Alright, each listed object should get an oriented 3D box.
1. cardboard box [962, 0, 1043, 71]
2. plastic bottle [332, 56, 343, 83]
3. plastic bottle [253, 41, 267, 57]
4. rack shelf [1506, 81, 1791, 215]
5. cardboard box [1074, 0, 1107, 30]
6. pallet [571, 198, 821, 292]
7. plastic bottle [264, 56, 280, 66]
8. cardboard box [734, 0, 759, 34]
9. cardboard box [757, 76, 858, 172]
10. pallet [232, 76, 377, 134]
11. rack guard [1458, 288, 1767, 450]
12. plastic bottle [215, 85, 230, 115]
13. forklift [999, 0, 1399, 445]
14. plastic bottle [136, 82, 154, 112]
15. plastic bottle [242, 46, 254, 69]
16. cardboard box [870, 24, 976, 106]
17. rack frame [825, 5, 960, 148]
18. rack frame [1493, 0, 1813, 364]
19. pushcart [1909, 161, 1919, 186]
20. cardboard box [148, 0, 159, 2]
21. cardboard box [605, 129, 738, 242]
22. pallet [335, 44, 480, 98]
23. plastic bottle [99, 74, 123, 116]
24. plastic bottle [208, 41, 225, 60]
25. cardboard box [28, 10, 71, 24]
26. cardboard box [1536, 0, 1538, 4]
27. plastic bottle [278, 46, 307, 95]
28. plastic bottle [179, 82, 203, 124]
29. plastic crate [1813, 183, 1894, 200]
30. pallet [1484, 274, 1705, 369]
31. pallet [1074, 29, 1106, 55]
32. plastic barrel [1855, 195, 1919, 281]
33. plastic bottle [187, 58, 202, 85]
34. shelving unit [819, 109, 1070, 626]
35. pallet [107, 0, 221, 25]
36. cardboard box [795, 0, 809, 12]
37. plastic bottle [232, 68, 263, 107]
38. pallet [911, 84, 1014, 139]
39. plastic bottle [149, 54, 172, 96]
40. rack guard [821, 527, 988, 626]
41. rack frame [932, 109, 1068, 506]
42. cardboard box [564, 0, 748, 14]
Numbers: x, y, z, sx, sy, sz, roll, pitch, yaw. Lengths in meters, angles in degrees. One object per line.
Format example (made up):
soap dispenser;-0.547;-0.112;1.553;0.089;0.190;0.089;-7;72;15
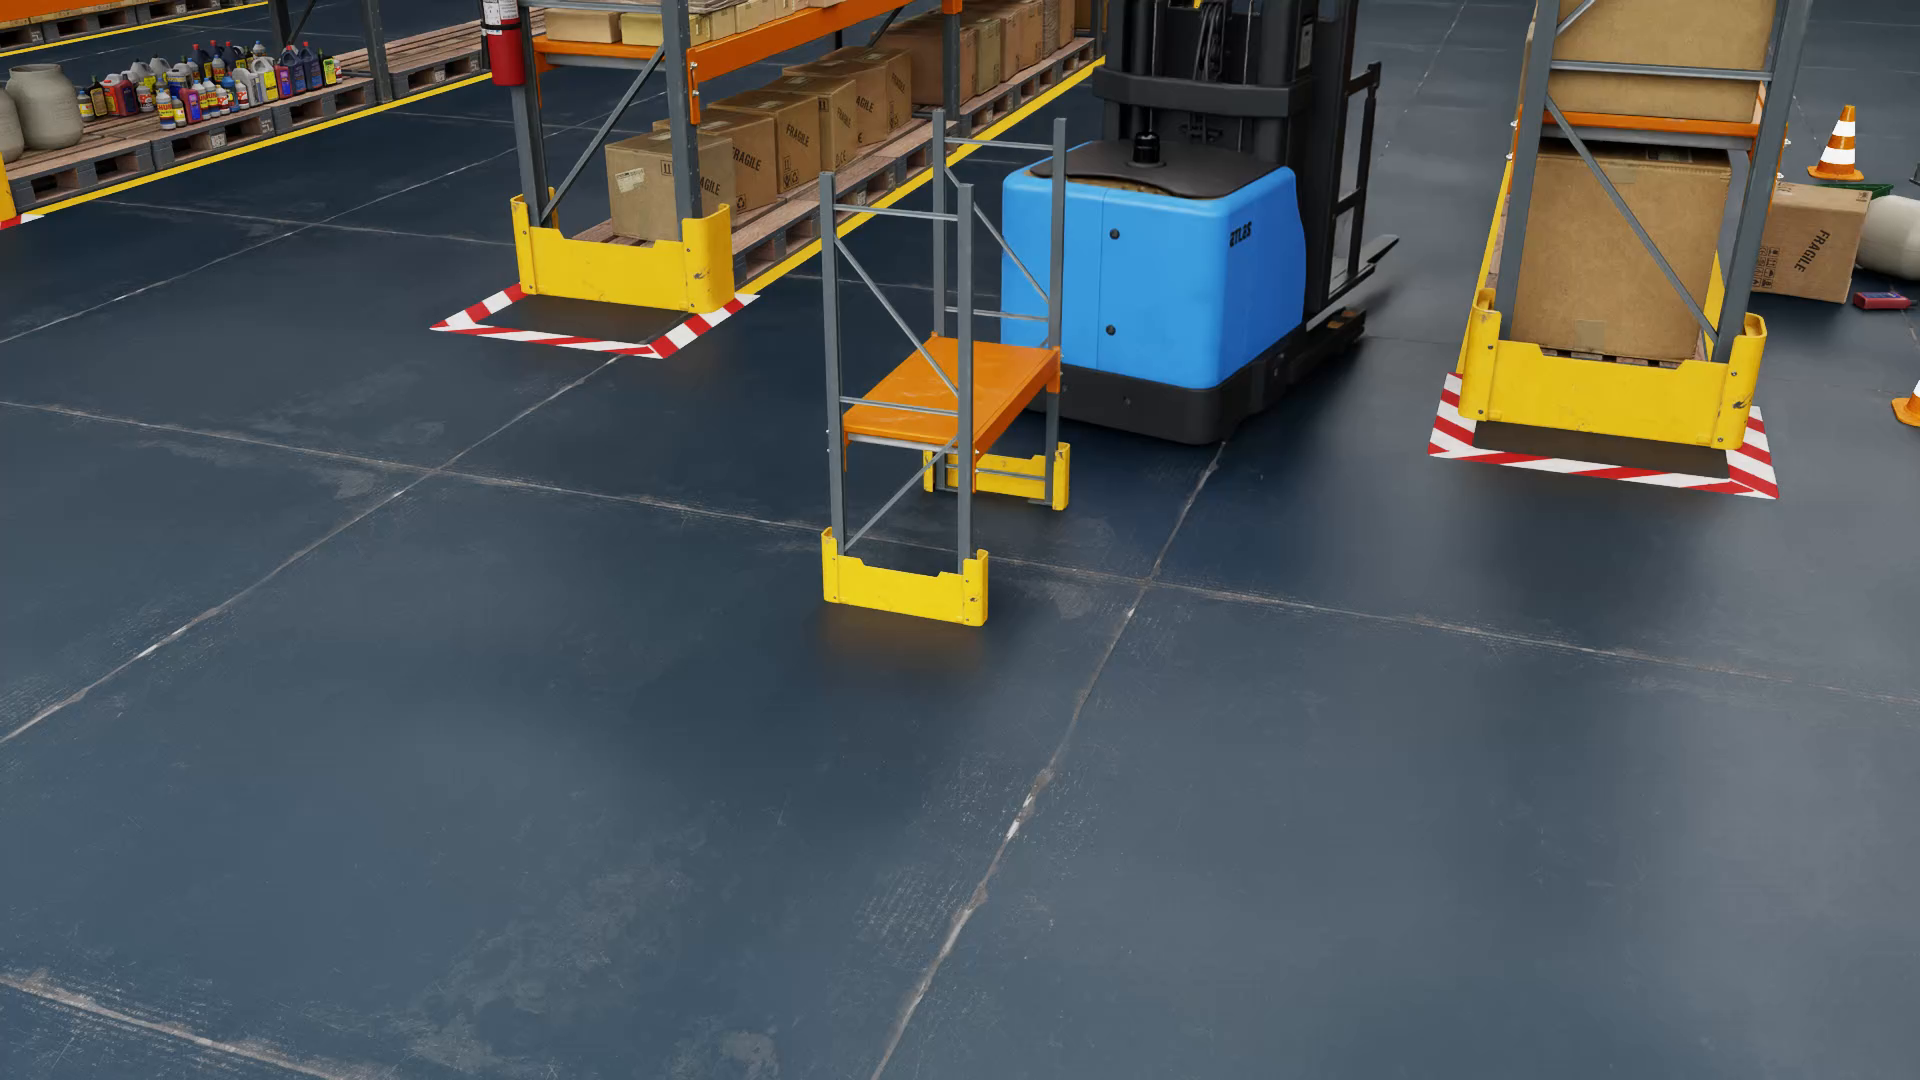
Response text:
cardboard box;0.279;-4.268;13.986;0.700;0.500;0.500;11;28;22
plastic bottle;-4.991;-3.756;13.271;0.097;0.201;0.097;0;26;0
plastic bottle;-5.684;-3.914;13.518;0.097;0.271;0.097;0;26;0
rack shelf;3.485;-2.387;8.563;1.077;0.370;4.000;9;27;17
cardboard box;1.087;-5.450;16.021;1.225;0.875;0.875;7;27;15
pallet;-1.496;-1.754;9.631;1.003;0.211;1.213;9;27;17
plastic bottle;-5.319;-3.609;12.883;0.152;0.276;0.135;9;27;17
cardboard box;-1.306;-2.819;8.919;0.380;0.149;0.250;9;27;17
cardboard box;-0.980;-2.696;10.762;0.500;0.500;0.500;6;27;13
pallet;-5.427;-3.486;13.209;1.003;0.211;1.213;9;27;17
rack guard;2.811;-0.754;7.233;1.175;0.500;0.348;9;27;17
plastic bottle;-5.418;-3.229;12.183;0.097;0.201;0.097;0;26;0
forklift;1.359;-2.315;7.667;1.130;2.935;3.031;15;30;28
plastic bottle;-6.018;-3.271;12.269;0.097;0.201;0.097;0;26;0
plastic bottle;-5.665;-3.768;13.201;0.061;0.283;0.133;9;27;17
cardboard box;-0.269;-3.615;12.639;0.700;0.500;0.500;7;27;13
rack frame;-0.494;-4.293;11.675;1.000;3.000;0.127;9;27;17
rack frame;2.819;-1.889;6.709;1.000;3.000;0.127;9;27;17
pushcart;6.685;-1.986;9.919;1.648;0.377;0.936;0;26;-1
cardboard box;-8.616;-5.863;17.590;0.500;0.250;0.500;8;27;17
cardboard box;-1.601;-1.968;9.258;0.500;0.500;0.500;14;29;27
pallet;-4.939;-4.085;14.444;1.003;0.211;1.213;9;27;17
plastic bottle;-6.188;-3.258;12.157;0.152;0.276;0.135;9;27;18
plastic bottle;-5.824;-3.746;13.079;0.144;0.351;0.185;10;27;19
cardboard box;-9.125;-5.236;16.295;0.500;0.250;0.500;8;27;16
cardboard box;4.906;-3.756;12.664;1.050;0.750;0.750;9;27;18
plastic bottle;-5.171;-3.632;12.844;0.144;0.351;0.185;7;27;15
plastic bottle;-5.506;-3.133;11.892;0.061;0.283;0.133;9;27;18
plastic crate;5.328;-2.031;10.164;0.662;0.188;0.450;-20;23;-36
pallet;3.011;-0.973;8.018;1.003;0.211;1.213;9;27;17
pallet;1.171;-4.995;16.324;1.003;0.211;1.213;9;27;17
plastic barrel;5.219;-1.684;9.243;0.421;0.421;0.512;-14;29;-27
plastic bottle;-5.901;-3.567;12.800;0.097;0.271;0.097;0;26;0
shelving unit;-0.025;-0.644;5.858;0.587;1.500;1.083;9;27;17
pallet;-8.814;-5.787;17.961;1.003;0.211;1.213;9;27;17
cardboard box;-1.095;-3.134;9.568;0.380;0.149;0.250;9;27;17
plastic bottle;-5.336;-3.399;12.449;0.152;0.276;0.135;9;27;18
pallet;-0.236;-3.358;12.944;1.003;0.211;1.213;9;27;17
plastic bottle;-6.028;-3.493;12.558;0.144;0.351;0.185;9;27;17
rack guard;-0.191;0.123;5.708;0.587;0.250;0.087;9;27;17
rack frame;0.141;-0.849;6.282;0.500;1.500;0.032;9;27;17
cardboard box;-1.616;-3.050;8.652;0.875;0.500;0.500;9;27;17
